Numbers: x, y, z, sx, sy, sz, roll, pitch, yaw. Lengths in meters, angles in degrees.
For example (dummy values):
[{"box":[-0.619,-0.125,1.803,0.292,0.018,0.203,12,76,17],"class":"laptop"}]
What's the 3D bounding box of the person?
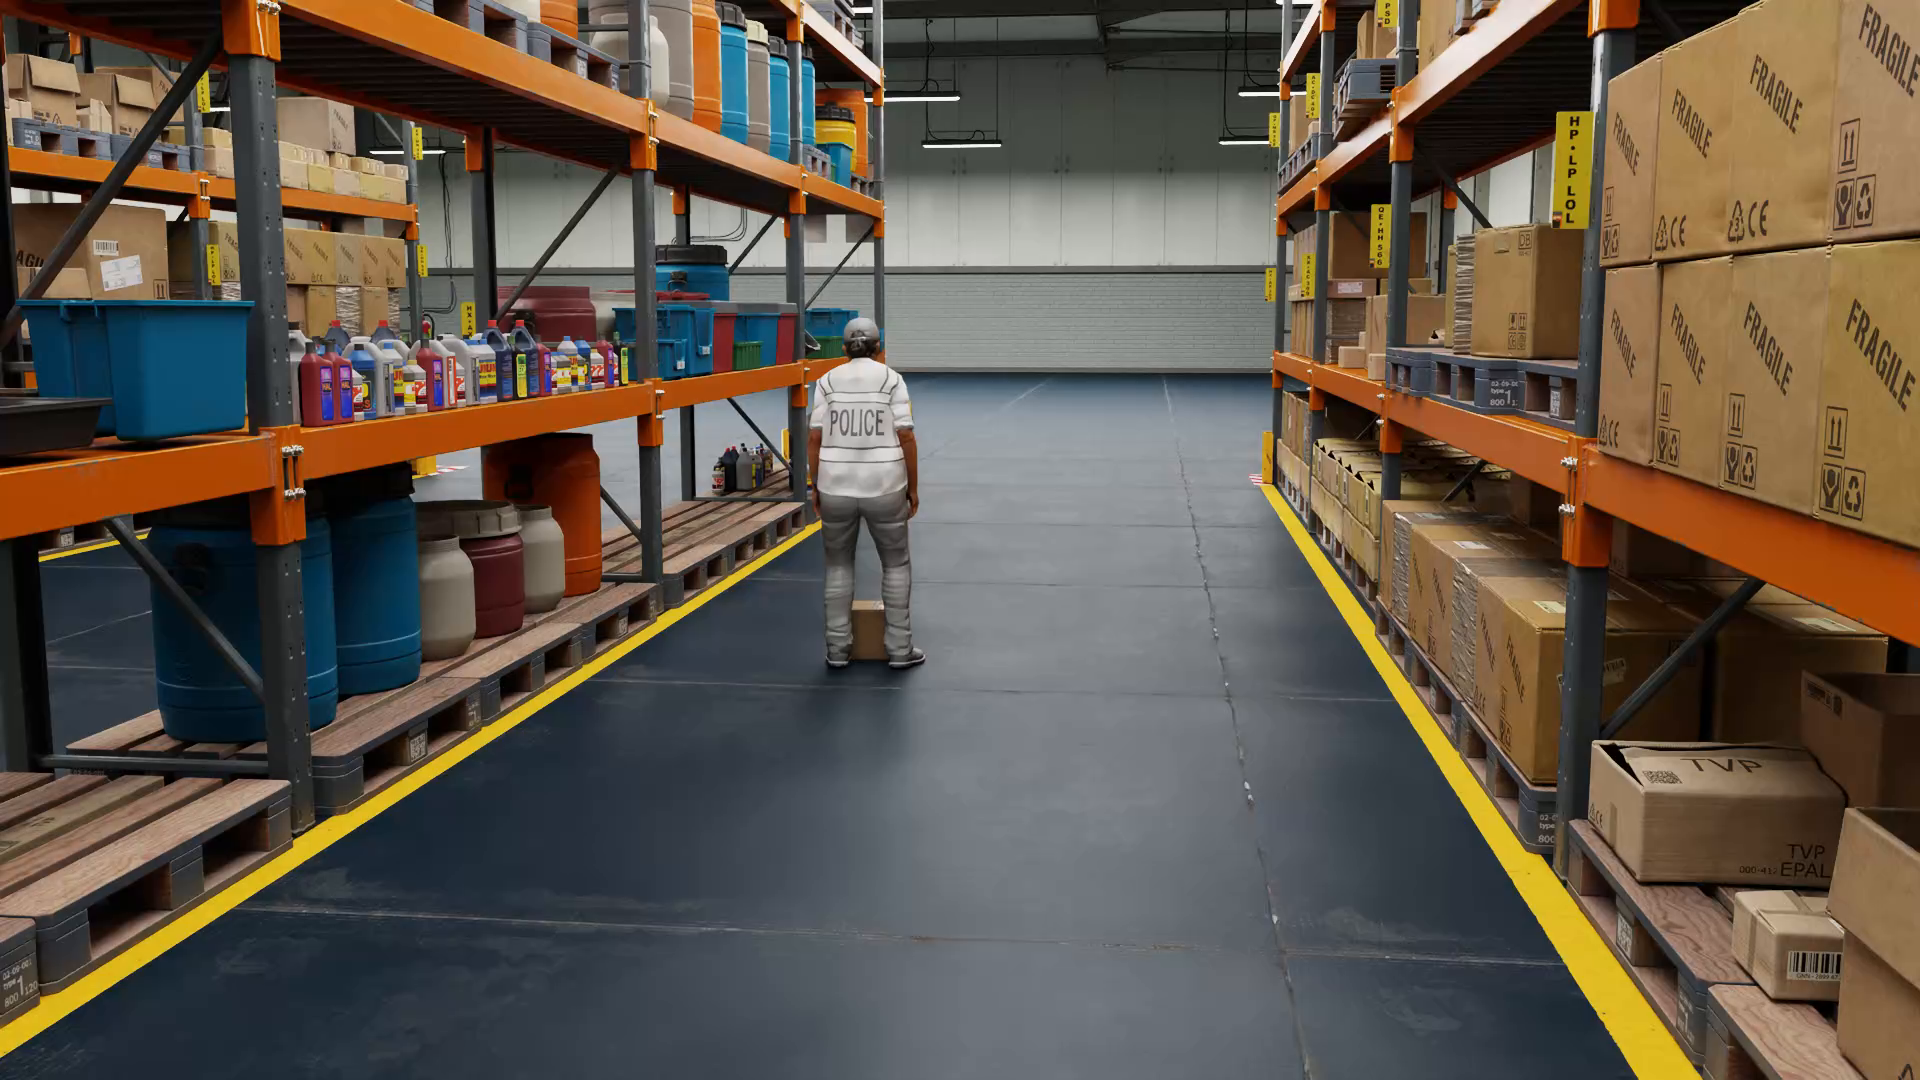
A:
[{"box":[-0.448,-0.225,7.940,0.542,1.666,0.469,1,8,6],"class":"person"}]
